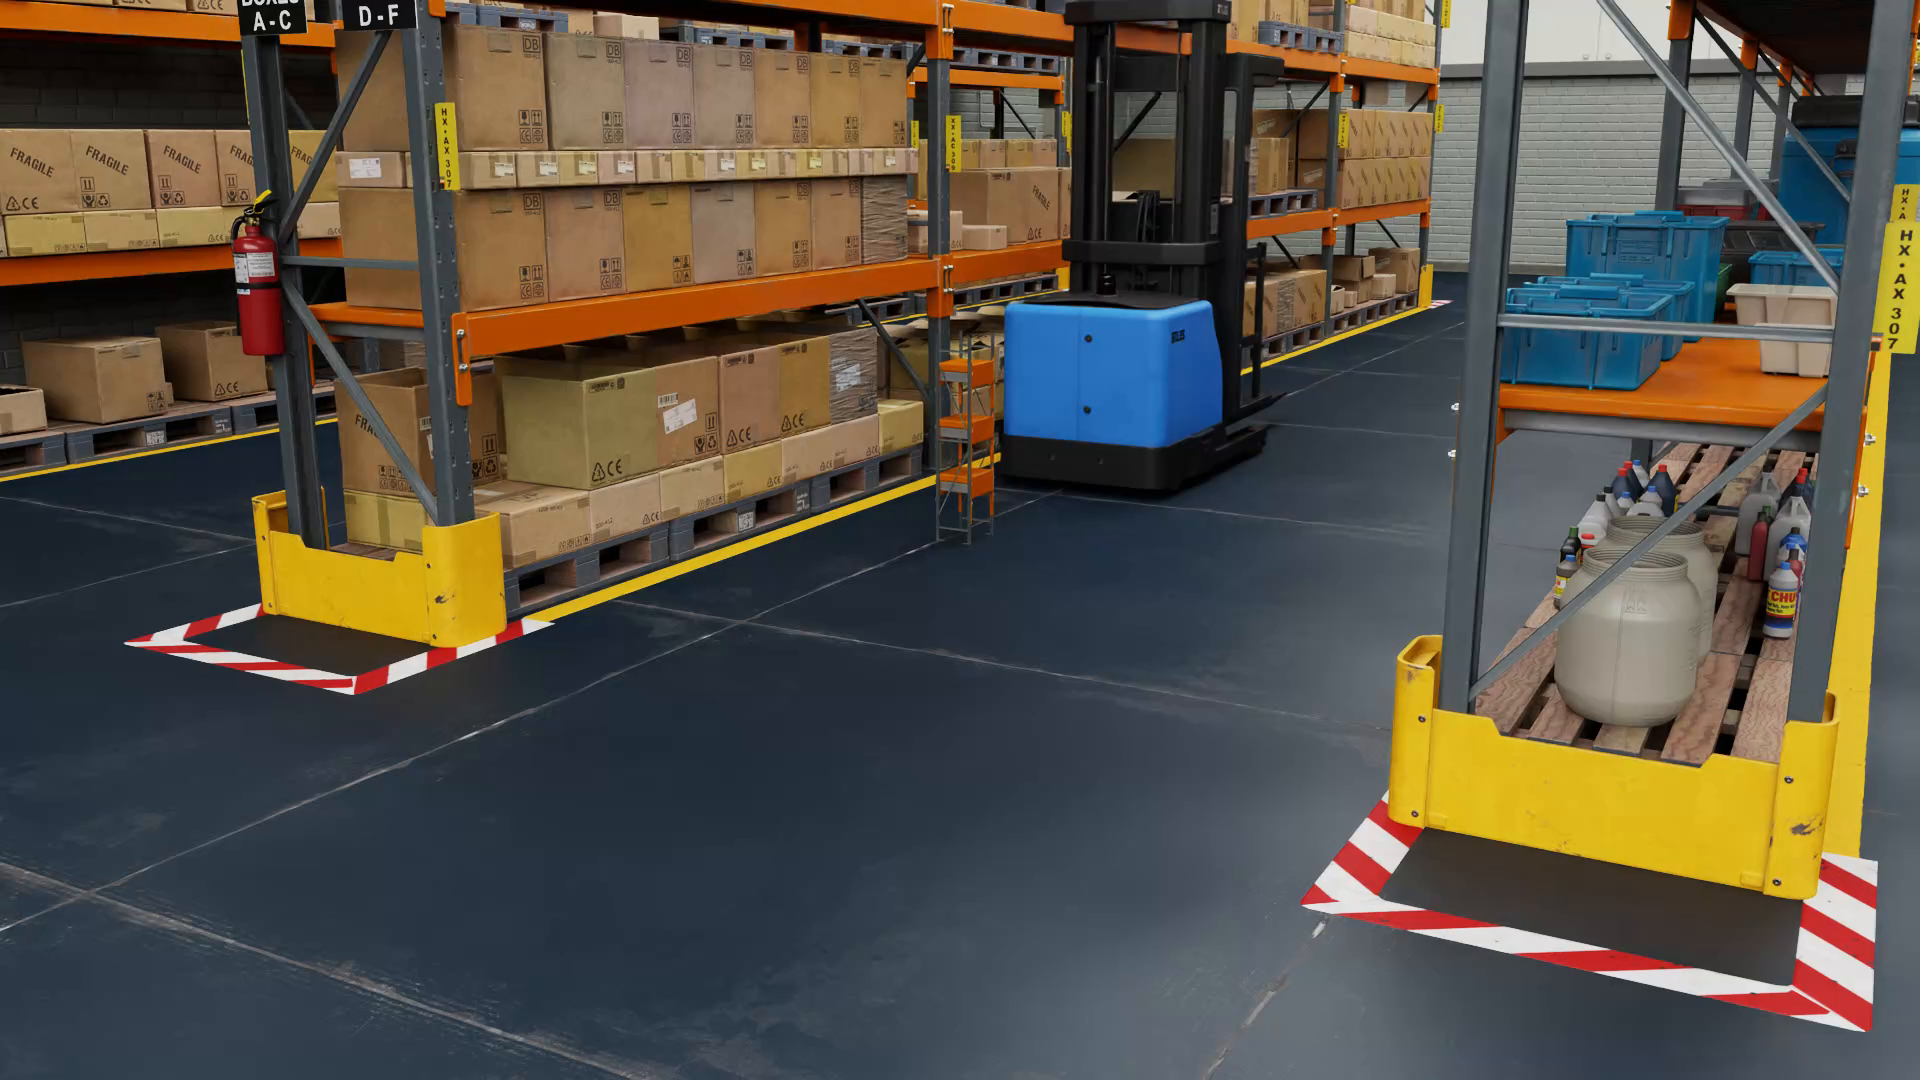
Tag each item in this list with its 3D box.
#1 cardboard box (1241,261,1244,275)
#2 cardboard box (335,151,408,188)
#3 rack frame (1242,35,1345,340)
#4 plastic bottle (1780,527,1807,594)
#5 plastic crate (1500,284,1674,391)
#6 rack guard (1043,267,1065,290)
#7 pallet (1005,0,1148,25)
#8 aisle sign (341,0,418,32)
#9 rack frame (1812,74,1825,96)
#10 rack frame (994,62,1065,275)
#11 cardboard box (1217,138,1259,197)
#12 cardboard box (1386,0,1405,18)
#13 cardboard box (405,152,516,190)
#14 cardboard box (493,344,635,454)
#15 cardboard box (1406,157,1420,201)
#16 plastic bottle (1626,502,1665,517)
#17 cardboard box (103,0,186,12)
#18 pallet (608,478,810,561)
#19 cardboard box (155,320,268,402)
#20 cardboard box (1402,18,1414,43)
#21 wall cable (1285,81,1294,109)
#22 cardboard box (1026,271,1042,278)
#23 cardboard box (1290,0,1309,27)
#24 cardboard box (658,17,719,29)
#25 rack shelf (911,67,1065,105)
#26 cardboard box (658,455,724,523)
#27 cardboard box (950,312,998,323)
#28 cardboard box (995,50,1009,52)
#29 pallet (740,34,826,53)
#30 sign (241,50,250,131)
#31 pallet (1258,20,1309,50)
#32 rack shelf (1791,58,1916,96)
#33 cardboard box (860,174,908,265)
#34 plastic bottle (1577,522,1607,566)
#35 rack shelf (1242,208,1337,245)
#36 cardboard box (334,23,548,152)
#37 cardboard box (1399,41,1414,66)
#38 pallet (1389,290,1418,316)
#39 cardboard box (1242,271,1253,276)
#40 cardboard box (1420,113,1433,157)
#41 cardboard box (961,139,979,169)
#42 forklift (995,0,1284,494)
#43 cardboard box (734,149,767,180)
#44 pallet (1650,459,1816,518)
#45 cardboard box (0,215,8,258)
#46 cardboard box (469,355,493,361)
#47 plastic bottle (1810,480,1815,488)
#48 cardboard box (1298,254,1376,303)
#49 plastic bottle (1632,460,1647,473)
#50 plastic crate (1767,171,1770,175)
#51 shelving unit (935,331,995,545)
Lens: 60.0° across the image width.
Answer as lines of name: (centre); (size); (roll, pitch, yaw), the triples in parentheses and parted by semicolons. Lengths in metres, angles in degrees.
cardboard box: (2.411, -2.671, 16.005); (0.500, 0.250, 0.500); (7, 15, 28)
cardboard box: (-2.441, -1.586, 7.115); (0.380, 0.149, 0.250); (7, 15, 27)
rack frame: (3.342, -3.584, 17.000); (1.000, 3.000, 0.127); (7, 15, 28)
plastic bottle: (3.336, 0.083, 6.671); (0.097, 0.271, 0.097); (0, 14, 0)
plastic crate: (1.855, -0.624, 5.041); (0.499, 0.251, 0.616); (7, 15, 28)
rack guard: (0.949, -3.755, 23.042); (1.175, 0.500, 0.348); (7, 15, 28)
pallet: (0.620, -3.751, 11.694); (1.003, 0.211, 1.213); (8, 16, 31)
aisle sign: (-2.223, -2.338, 6.283); (0.394, 0.787, 0.004); (7, 15, 28)
rack frame: (9.610, -3.843, 18.073); (1.000, 3.000, 0.127); (7, 15, 28)
rack frame: (0.937, -4.965, 22.729); (1.000, 3.000, 0.127); (7, 15, 28)
cardboard box: (2.223, -3.324, 14.813); (0.700, 0.500, 0.500); (11, 17, 38)
cardboard box: (4.578, -6.083, 18.617); (0.700, 0.500, 0.500); (7, 15, 28)
cardboard box: (-2.081, -1.542, 6.933); (0.380, 0.149, 0.250); (7, 15, 28)
cardboard box: (-1.990, -0.705, 8.427); (0.500, 0.500, 0.500); (7, 15, 28)
cardboard box: (5.050, -4.224, 19.440); (0.500, 0.500, 0.500); (8, 15, 29)
plastic bottle: (2.900, -0.014, 7.066); (0.152, 0.276, 0.135); (7, 15, 28)
cardboard box: (-5.382, -3.668, 10.692); (0.500, 0.500, 0.500); (7, 15, 26)
pallet: (-1.535, -0.178, 8.819); (1.003, 0.211, 1.213); (7, 15, 28)
cardboard box: (-5.330, -1.284, 11.856); (0.500, 0.500, 0.500); (6, 15, 24)
cardboard box: (4.764, -5.694, 18.605); (0.500, 0.250, 0.500); (7, 15, 28)
wall cable: (3.984, -7.492, 27.035); (3.097, 2.526, 0.112); (7, 15, 28)
cardboard box: (0.686, -3.799, 22.330); (0.700, 0.500, 0.500); (7, 15, 28)
cardboard box: (3.034, -5.249, 16.182); (0.600, 0.600, 0.600); (6, 15, 23)
cardboard box: (-2.750, -5.149, 15.938); (0.700, 0.500, 0.500); (6, 15, 24)
rack shelf: (-0.030, -5.663, 20.760); (1.077, 0.370, 4.000); (7, 15, 28)
cardboard box: (-1.525, -0.280, 8.265); (0.500, 0.250, 0.500); (7, 15, 28)
cardboard box: (0.155, -1.511, 12.174); (0.500, 0.311, 0.500); (7, 15, 27)
cardboard box: (0.318, -6.209, 20.697); (0.500, 0.250, 0.500); (7, 15, 26)
pallet: (-2.127, -5.058, 17.117); (1.003, 0.211, 1.213); (8, 16, 31)
sign: (-2.928, -1.865, 6.891); (0.100, 0.325, 0.005); (7, 15, 28)
pallet: (2.466, -4.612, 15.264); (1.213, 0.211, 1.003); (7, 15, 28)
rack shelf: (8.643, -4.541, 16.104); (1.077, 0.370, 4.000); (7, 15, 28)
cardboard box: (-0.735, -1.900, 9.800); (0.700, 0.500, 0.500); (7, 15, 27)
plastic bottle: (2.525, 0.075, 6.695); (0.152, 0.276, 0.135); (8, 15, 28)
rack shelf: (2.375, -2.824, 15.382); (1.077, 0.370, 4.000); (7, 15, 28)
cardboard box: (-2.197, -1.907, 7.061); (0.700, 0.500, 0.500); (7, 15, 28)
cardboard box: (4.776, -5.449, 18.657); (0.500, 0.250, 0.500); (7, 15, 28)
pallet: (4.854, -2.870, 19.987); (1.003, 0.211, 1.213); (7, 15, 28)
cardboard box: (2.647, -2.400, 16.485); (0.500, 0.500, 0.500); (8, 16, 29)
cardboard box: (5.301, -4.817, 19.767); (0.500, 0.500, 0.500); (7, 15, 28)
cardboard box: (-0.362, -4.549, 20.362); (0.980, 0.700, 0.700); (7, 15, 27)
forklift: (1.332, -1.986, 10.518); (1.130, 2.935, 3.031); (7, 15, 27)
cardboard box: (-1.210, -1.912, 8.465); (0.380, 0.149, 0.250); (8, 16, 30)
pallet: (4.154, -0.191, 8.874); (1.003, 0.211, 1.213); (7, 15, 28)
cardboard box: (-6.045, -1.792, 9.843); (0.500, 0.250, 0.500); (7, 15, 26)
cardboard box: (-4.317, -1.767, 13.856); (0.700, 0.500, 0.500); (7, 15, 27)
plastic bottle: (3.865, -0.138, 7.563); (0.061, 0.283, 0.133); (8, 16, 31)
cardboard box: (4.246, -2.970, 18.842); (0.797, 0.503, 0.637); (7, 15, 28)
plastic bottle: (3.271, -0.253, 8.064); (0.097, 0.271, 0.097); (0, 14, 0)
plastic crate: (7.603, -3.178, 15.221); (0.392, 0.384, 0.575); (7, 15, 28)
shelving unit: (0.026, -0.521, 8.456); (0.215, 1.050, 0.252); (7, 15, 28)
